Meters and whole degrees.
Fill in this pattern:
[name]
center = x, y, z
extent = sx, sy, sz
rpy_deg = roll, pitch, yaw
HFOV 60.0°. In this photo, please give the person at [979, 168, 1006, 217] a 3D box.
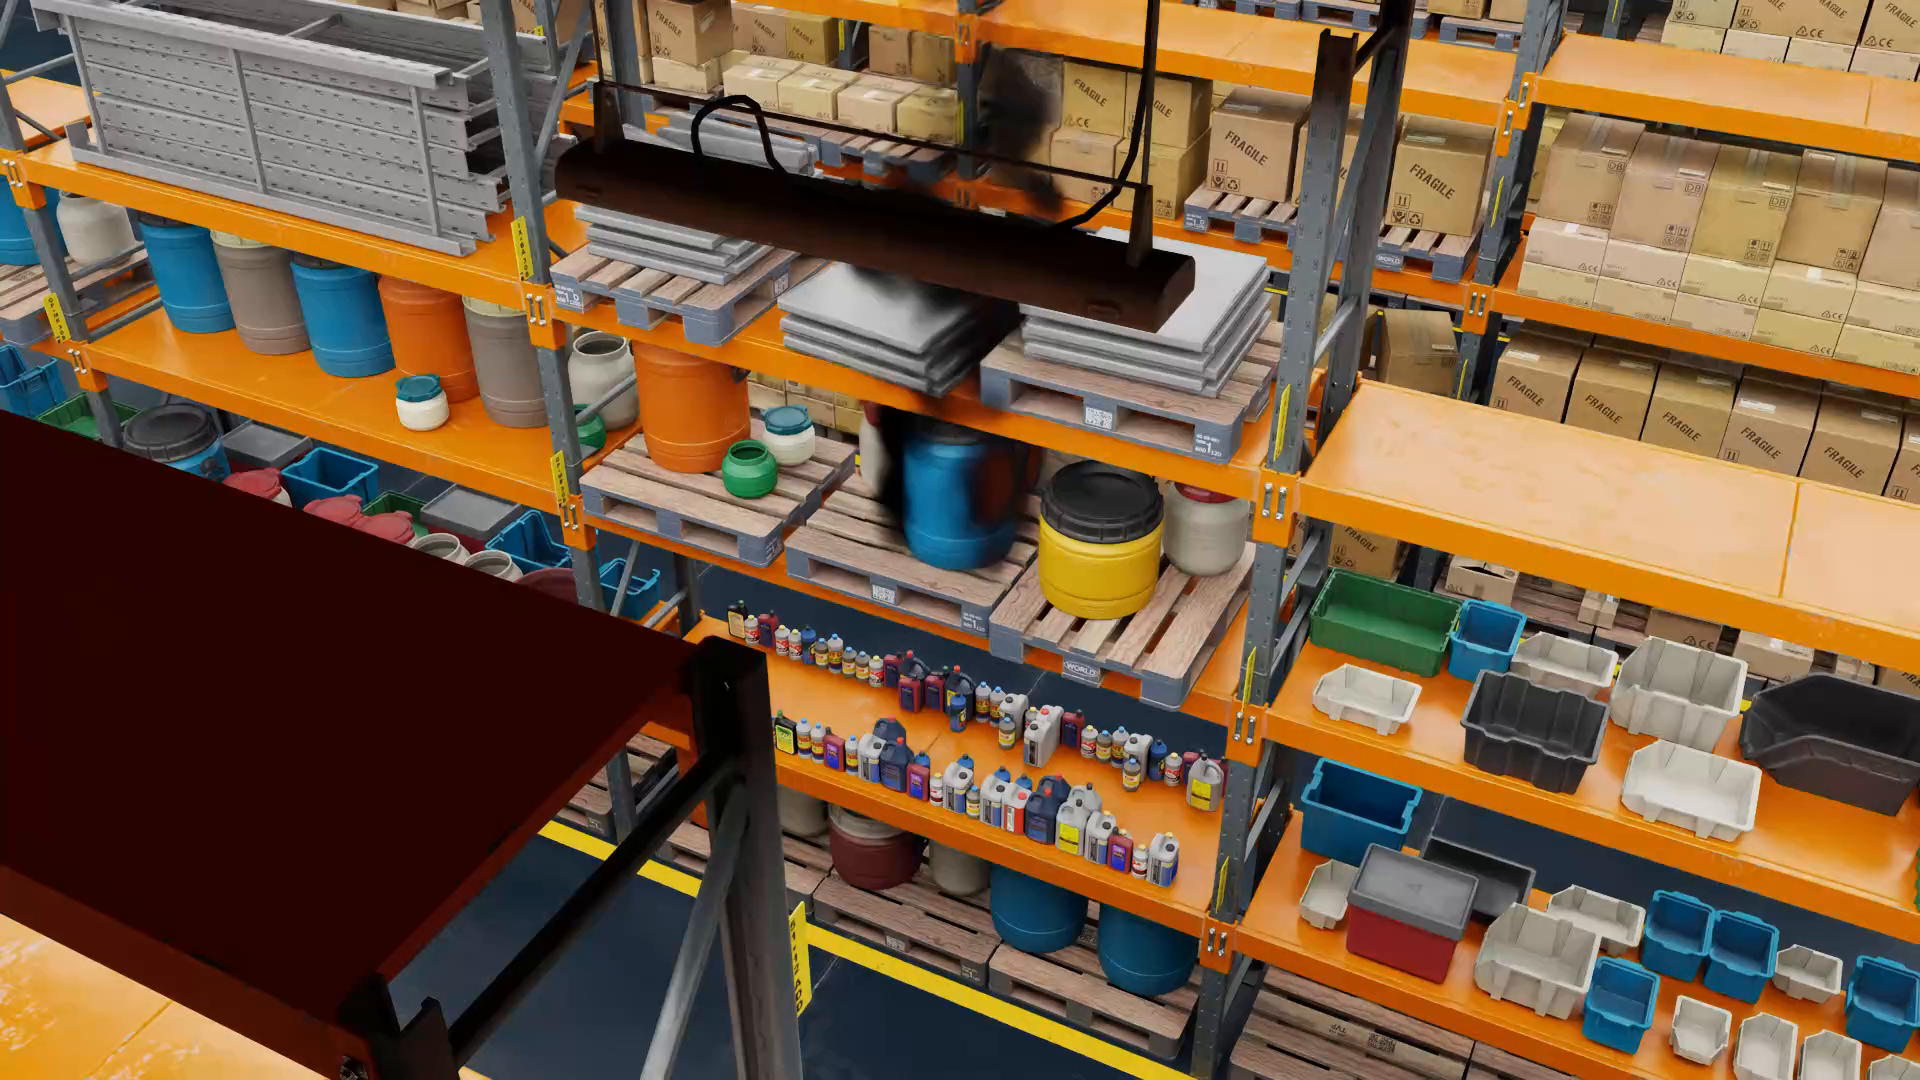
[person]
center = 0.381, -2.967, 16.690
extent = 0.742, 1.648, 0.618
rpy_deg = 16, 38, 22
